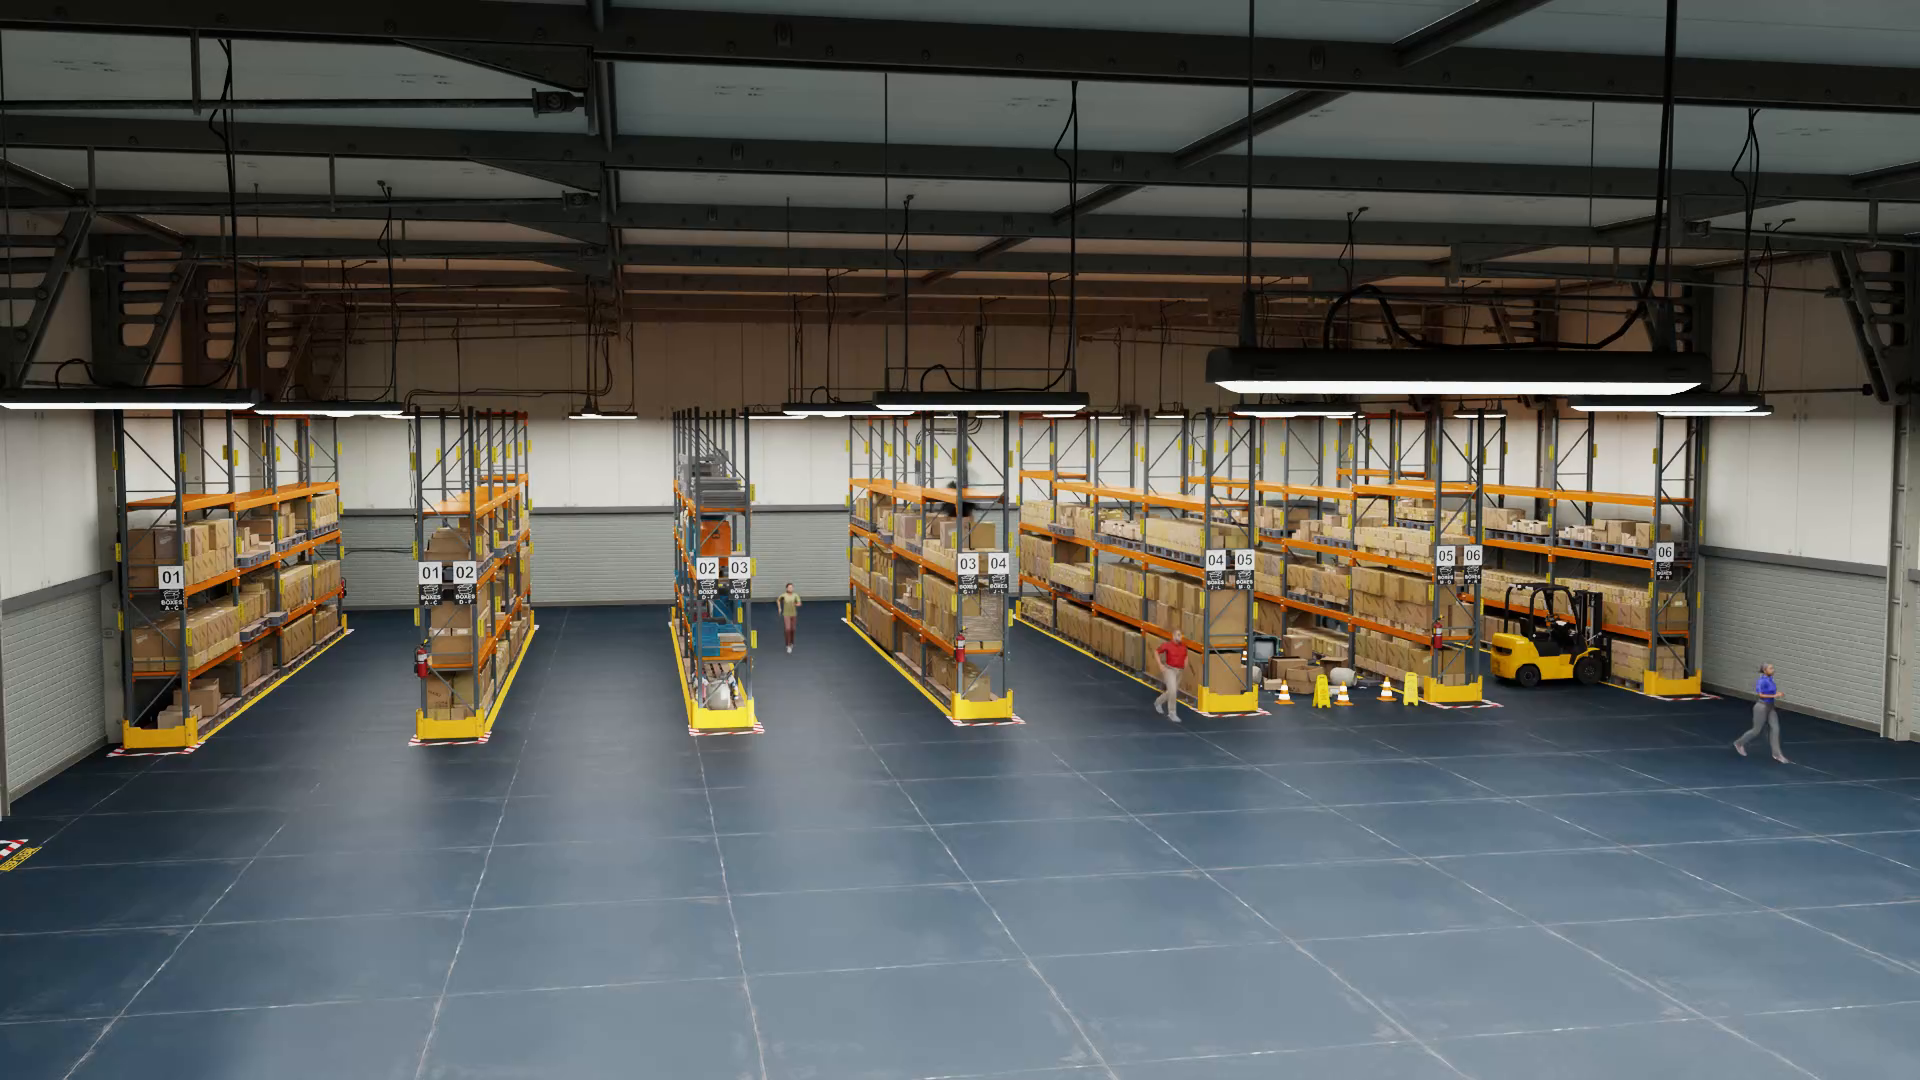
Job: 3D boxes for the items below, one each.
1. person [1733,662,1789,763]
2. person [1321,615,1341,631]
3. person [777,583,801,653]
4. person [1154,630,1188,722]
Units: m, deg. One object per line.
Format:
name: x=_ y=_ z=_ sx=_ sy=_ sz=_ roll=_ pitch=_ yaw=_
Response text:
person: x=13.541 y=2.879 z=28.040 sx=0.604 sy=1.663 sz=0.900 roll=-3 pitch=5 yaw=-40
person: x=9.949 y=1.741 z=44.805 sx=0.551 sy=1.606 sz=0.886 roll=-1 pitch=4 yaw=-12
person: x=-4.246 y=1.922 z=41.532 sx=0.554 sy=1.710 sz=0.840 roll=-1 pitch=4 yaw=-19
person: x=4.117 y=2.605 z=32.151 sx=0.692 sy=1.749 sz=0.882 roll=-3 pitch=5 yaw=-34
